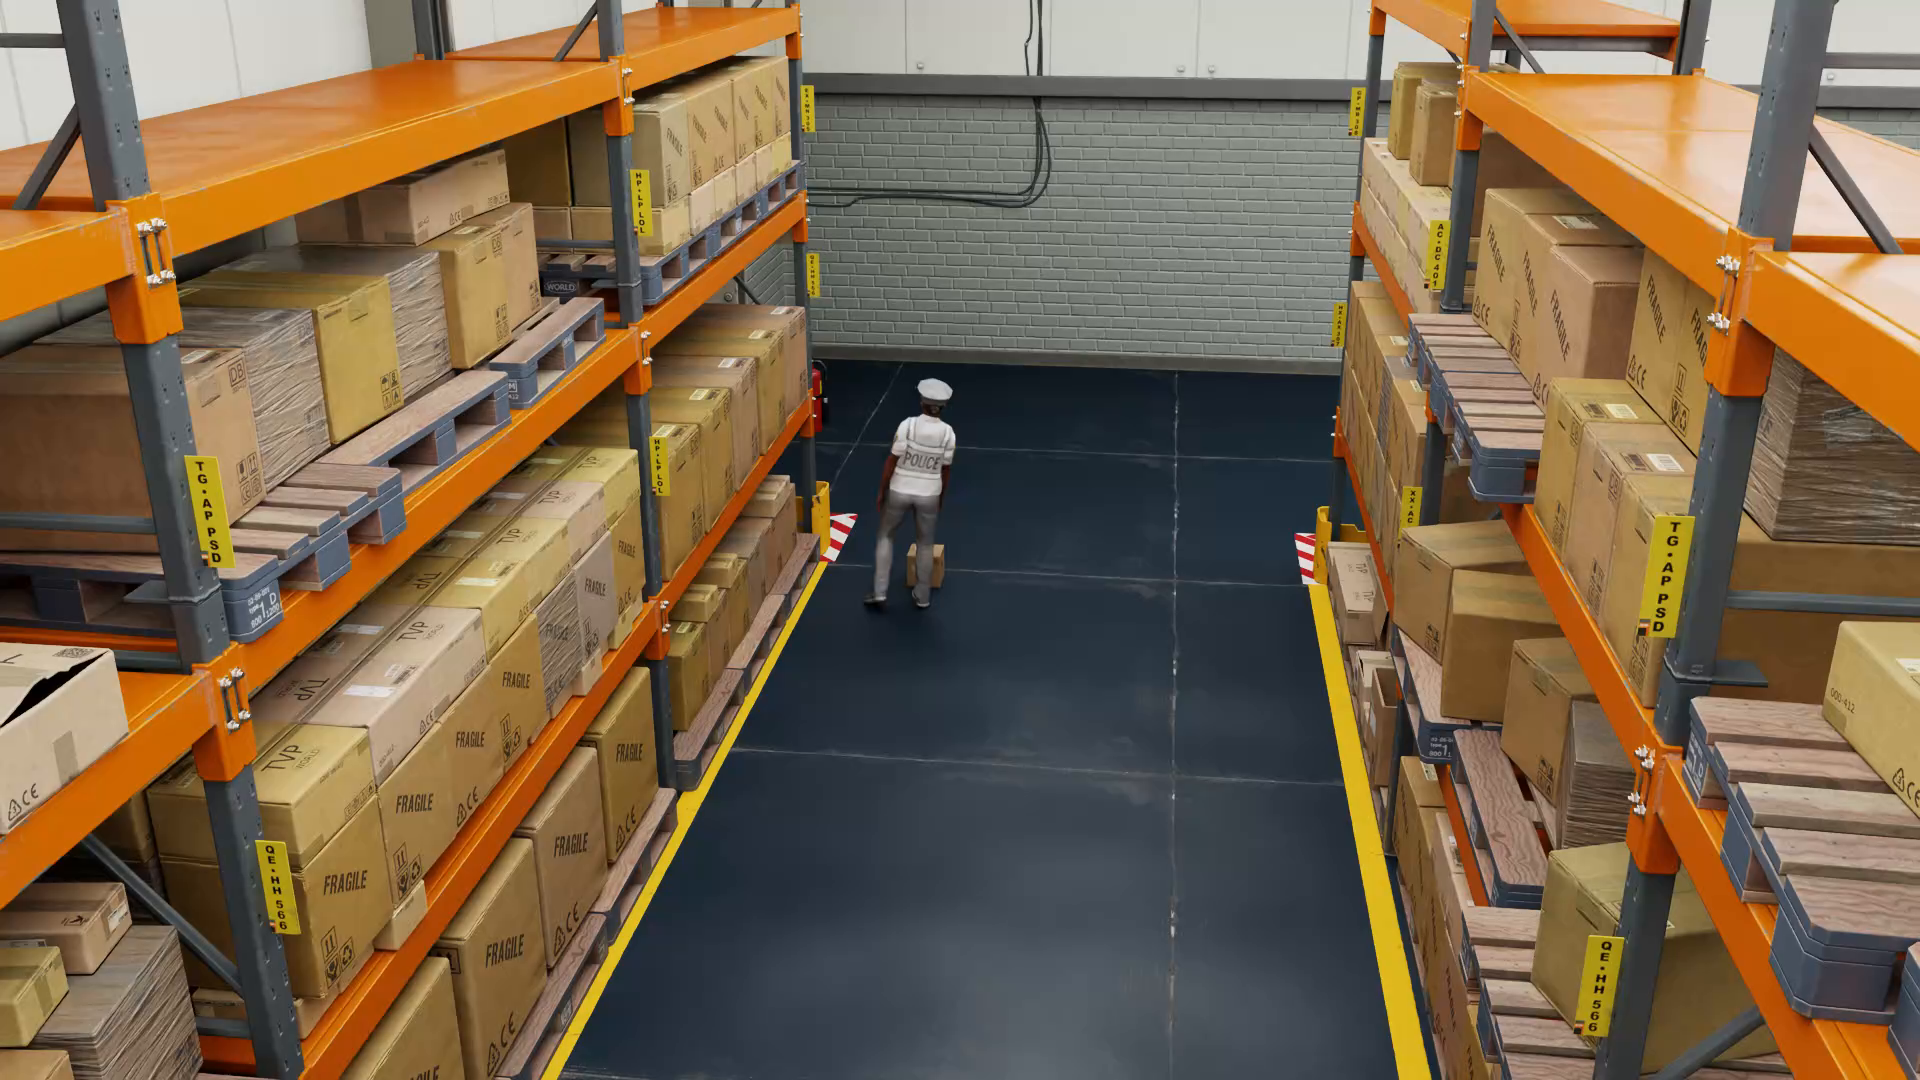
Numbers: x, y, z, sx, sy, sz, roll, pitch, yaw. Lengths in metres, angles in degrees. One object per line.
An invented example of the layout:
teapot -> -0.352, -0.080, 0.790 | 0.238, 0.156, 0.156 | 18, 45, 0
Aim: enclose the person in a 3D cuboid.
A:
person -> -0.366, -0.318, 11.831 | 0.665, 1.680, 0.408 | -1, 21, -1
